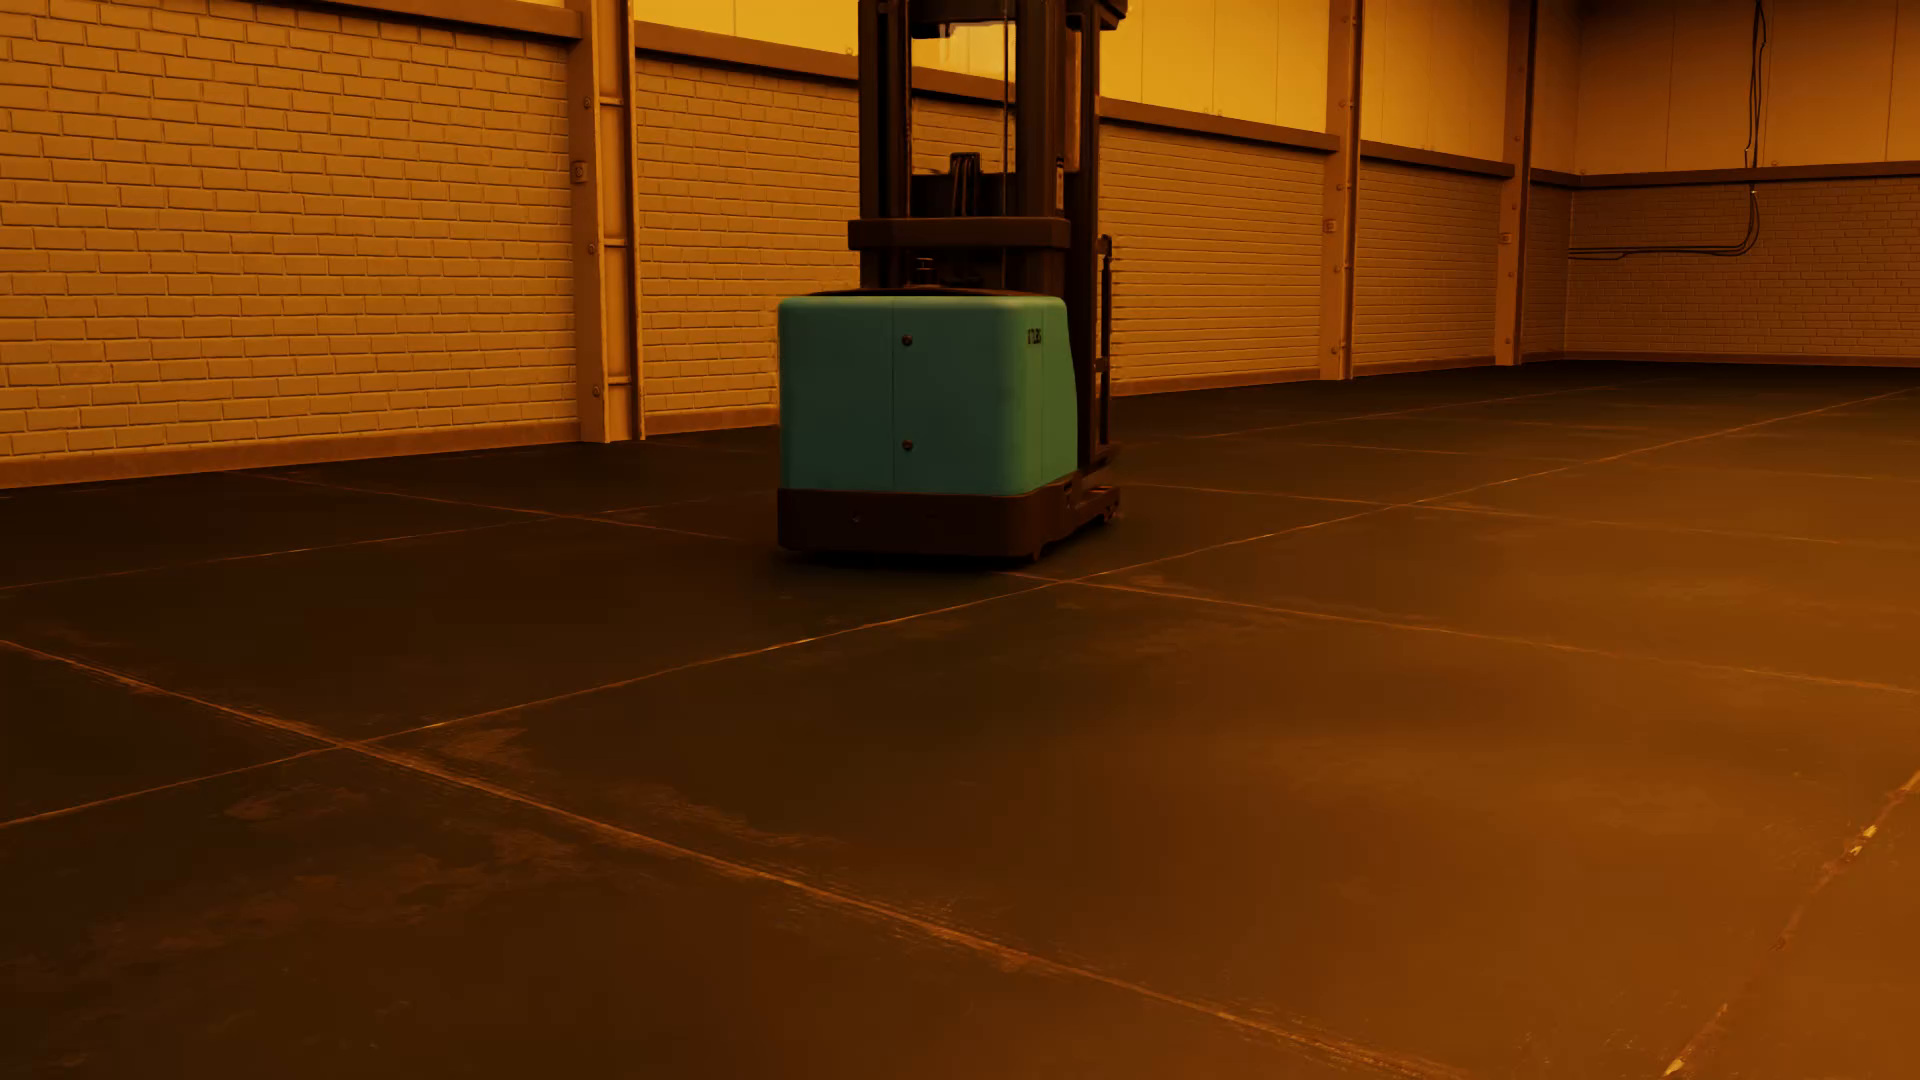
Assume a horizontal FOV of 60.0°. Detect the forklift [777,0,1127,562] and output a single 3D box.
[{"bbox_3d":[0.154,-1.539,7.796,1.130,2.935,3.031,2,9,16],"label":"forklift"}]
